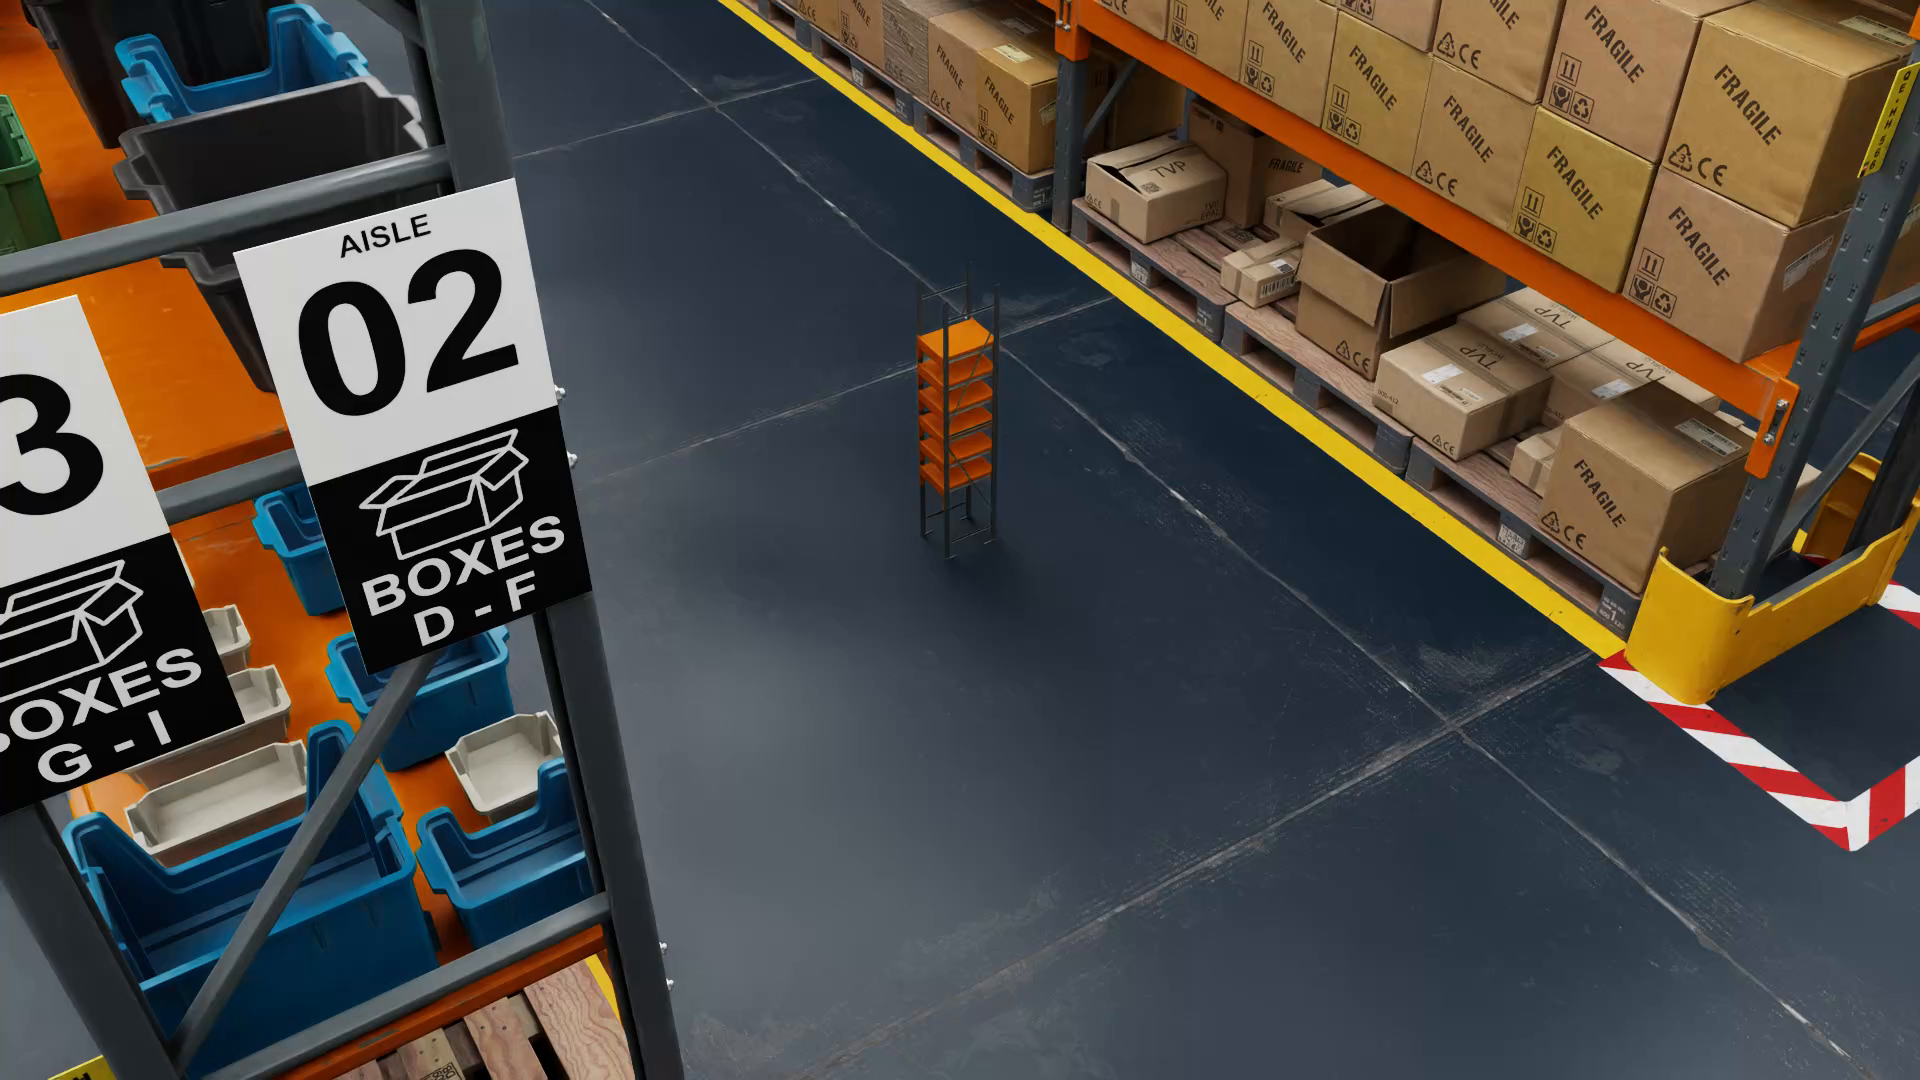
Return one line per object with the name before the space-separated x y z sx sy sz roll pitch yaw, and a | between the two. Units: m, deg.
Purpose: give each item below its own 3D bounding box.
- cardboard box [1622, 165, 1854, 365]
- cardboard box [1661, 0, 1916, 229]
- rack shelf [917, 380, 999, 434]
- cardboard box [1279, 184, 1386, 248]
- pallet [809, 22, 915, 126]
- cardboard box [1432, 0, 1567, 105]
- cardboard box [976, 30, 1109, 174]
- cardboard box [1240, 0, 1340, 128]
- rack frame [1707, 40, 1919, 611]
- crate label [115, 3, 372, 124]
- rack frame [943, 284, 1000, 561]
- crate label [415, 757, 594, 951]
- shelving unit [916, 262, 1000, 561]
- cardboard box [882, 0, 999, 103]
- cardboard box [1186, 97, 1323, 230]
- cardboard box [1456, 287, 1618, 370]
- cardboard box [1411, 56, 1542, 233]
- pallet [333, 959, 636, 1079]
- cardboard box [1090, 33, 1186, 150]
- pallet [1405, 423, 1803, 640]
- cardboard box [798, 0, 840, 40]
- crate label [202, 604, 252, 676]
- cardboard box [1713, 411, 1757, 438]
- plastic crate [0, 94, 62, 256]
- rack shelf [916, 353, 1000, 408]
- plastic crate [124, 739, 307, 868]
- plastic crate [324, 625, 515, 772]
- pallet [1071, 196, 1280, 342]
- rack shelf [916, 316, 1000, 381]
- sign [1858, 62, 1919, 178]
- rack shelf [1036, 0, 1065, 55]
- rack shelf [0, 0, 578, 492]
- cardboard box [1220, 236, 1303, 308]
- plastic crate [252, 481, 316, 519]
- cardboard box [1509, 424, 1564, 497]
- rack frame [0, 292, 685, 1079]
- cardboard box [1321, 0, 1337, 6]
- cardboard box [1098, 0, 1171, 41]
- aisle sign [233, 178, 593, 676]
cardboard box | 2.614 -0.975 5.499 0.500 0.500 0.500 -21 44 -23
cardboard box | 2.614 -1.357 5.176 0.500 0.500 0.500 -23 45 -25
rack shelf | -0.008 -0.527 6.327 0.258 0.103 0.180 -22 45 -24
cardboard box | 1.883 -1.469 7.927 0.500 0.311 0.500 -22 45 -24
pallet | -0.195 -2.962 10.139 1.003 0.211 1.213 -22 45 -24
cardboard box | 2.058 -1.908 5.837 0.500 0.500 0.500 -21 44 -23
cardboard box | 0.427 -2.324 8.805 0.500 0.500 0.500 -22 45 -25
cardboard box | 1.523 -2.071 6.814 0.500 0.500 0.500 -22 45 -25
rack frame | 3.085 -0.789 5.353 1.000 3.000 0.127 -22 45 -24
crate label | -1.317 -0.790 3.128 0.408 0.251 0.502 -22 45 -24
rack frame | 0.041 -0.419 6.316 0.240 1.200 0.006 -22 45 -24
crate label | -0.949 0.709 3.640 0.416 0.233 0.303 -22 45 -24
shelving unit | -0.008 -0.469 6.375 0.258 1.200 0.189 -22 45 -24
cardboard box | -0.101 -2.865 9.454 0.500 0.500 0.500 -22 44 -24
cardboard box | 1.479 -1.947 8.352 0.500 0.500 0.500 -22 45 -24
cardboard box | 2.494 -0.832 7.210 0.500 0.250 0.500 -22 45 -24
cardboard box | 2.069 -1.525 6.159 0.500 0.500 0.500 -22 45 -24
pallet | -1.504 1.527 4.753 1.003 0.211 1.213 -22 45 -24
cardboard box | 0.879 -2.501 9.018 0.500 0.500 0.500 -24 46 -26
pallet | 2.614 -0.188 6.811 1.003 0.211 1.213 -22 45 -24
cardboard box | -0.661 -3.418 10.118 0.500 0.500 0.500 -23 45 -25
crate label | -1.999 0.311 4.192 0.396 0.136 0.243 -22 45 -24
cardboard box | 3.015 -0.349 6.695 0.380 0.166 0.250 -22 45 -24
plastic crate | -1.865 -0.591 2.938 0.450 0.188 0.336 -22 45 -24
rack shelf | -0.008 -0.619 6.250 0.258 0.103 0.180 -22 45 -24
plastic crate | -1.685 0.615 3.828 0.396 0.136 0.243 -22 45 -24
plastic crate | -1.303 0.354 4.066 0.416 0.233 0.300 -22 45 -24
pallet | 1.302 -1.505 8.392 1.003 0.211 1.213 -22 45 -24
rack shelf | -0.008 -0.711 6.173 0.258 0.103 0.180 -22 45 -24
sign | 2.606 -1.175 4.665 0.100 0.325 0.005 -22 45 -24
rack shelf | -0.142 -3.751 9.470 1.077 0.370 4.000 -22 45 -24
rack shelf | -2.169 -1.041 3.875 1.077 0.370 4.000 -22 45 -24
cardboard box | 1.451 -1.264 7.793 0.380 0.166 0.250 -22 45 -24
plastic crate | -1.818 -0.164 4.687 0.416 0.233 0.300 -22 45 -24
cardboard box | 2.443 -0.328 6.670 0.380 0.166 0.250 -22 45 -24
rack frame | -1.094 0.914 3.310 1.000 3.000 0.127 -22 45 -24
cardboard box | 1.504 -2.463 6.504 0.500 0.500 0.500 -24 45 -26
cardboard box | 0.978 -2.617 7.470 0.500 0.500 0.500 -21 44 -23
aisle sign | -0.805 -0.148 2.554 0.394 0.787 0.004 -22 45 -24
